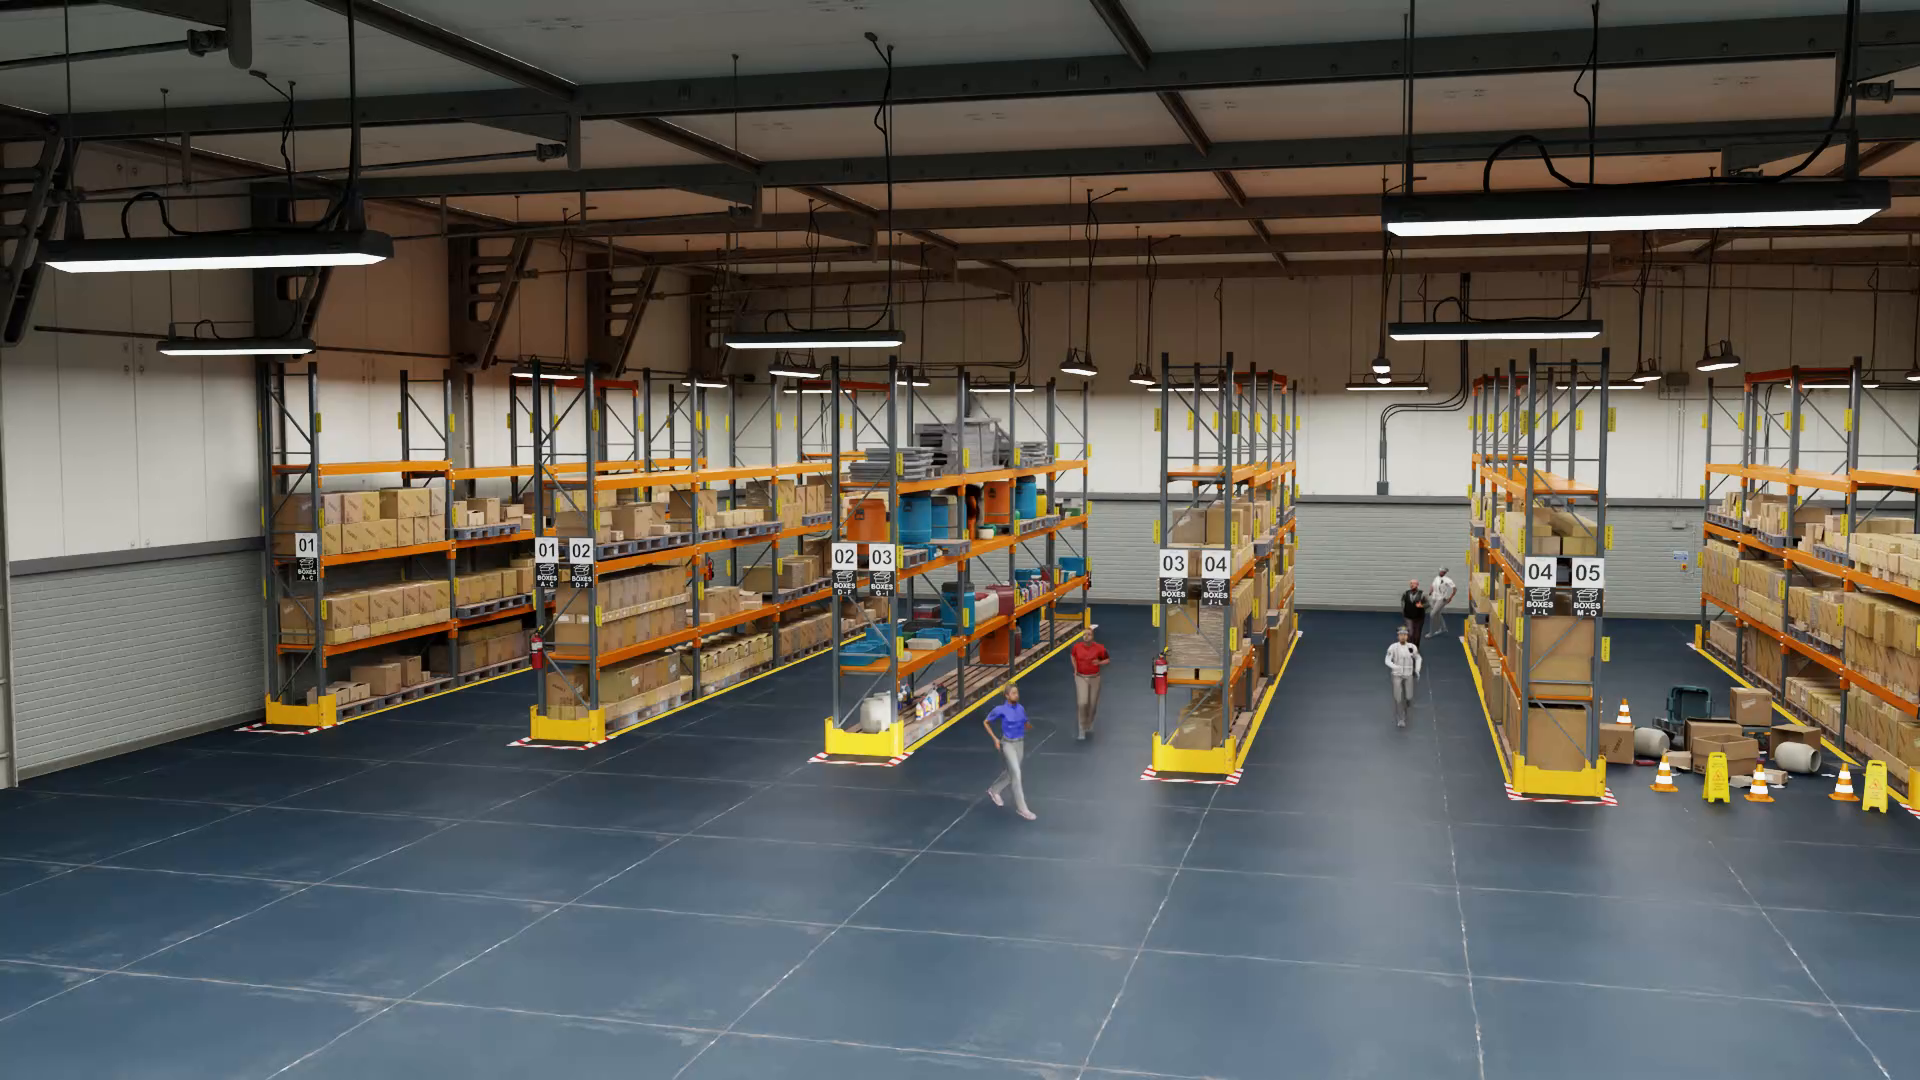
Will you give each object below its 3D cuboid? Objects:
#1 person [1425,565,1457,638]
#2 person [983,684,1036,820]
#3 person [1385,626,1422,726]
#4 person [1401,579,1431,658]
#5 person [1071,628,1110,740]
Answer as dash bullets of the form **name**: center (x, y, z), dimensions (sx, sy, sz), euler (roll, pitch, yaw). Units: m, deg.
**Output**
- **person**: center (11.231, 1.444, 38.820), dimensions (0.704, 1.726, 0.640), euler (-2, 4, -24)
- **person**: center (0.649, 2.669, 21.206), dimensions (0.935, 1.641, 0.573), euler (4, 6, 45)
- **person**: center (7.315, 2.249, 27.415), dimensions (0.604, 1.659, 0.538), euler (1, 4, 11)
- **person**: center (9.540, 1.701, 34.833), dimensions (0.632, 1.782, 0.804), euler (1, 4, 20)
- **person**: center (2.076, 2.297, 26.539), dimensions (0.626, 1.809, 0.785), euler (0, 4, 4)
